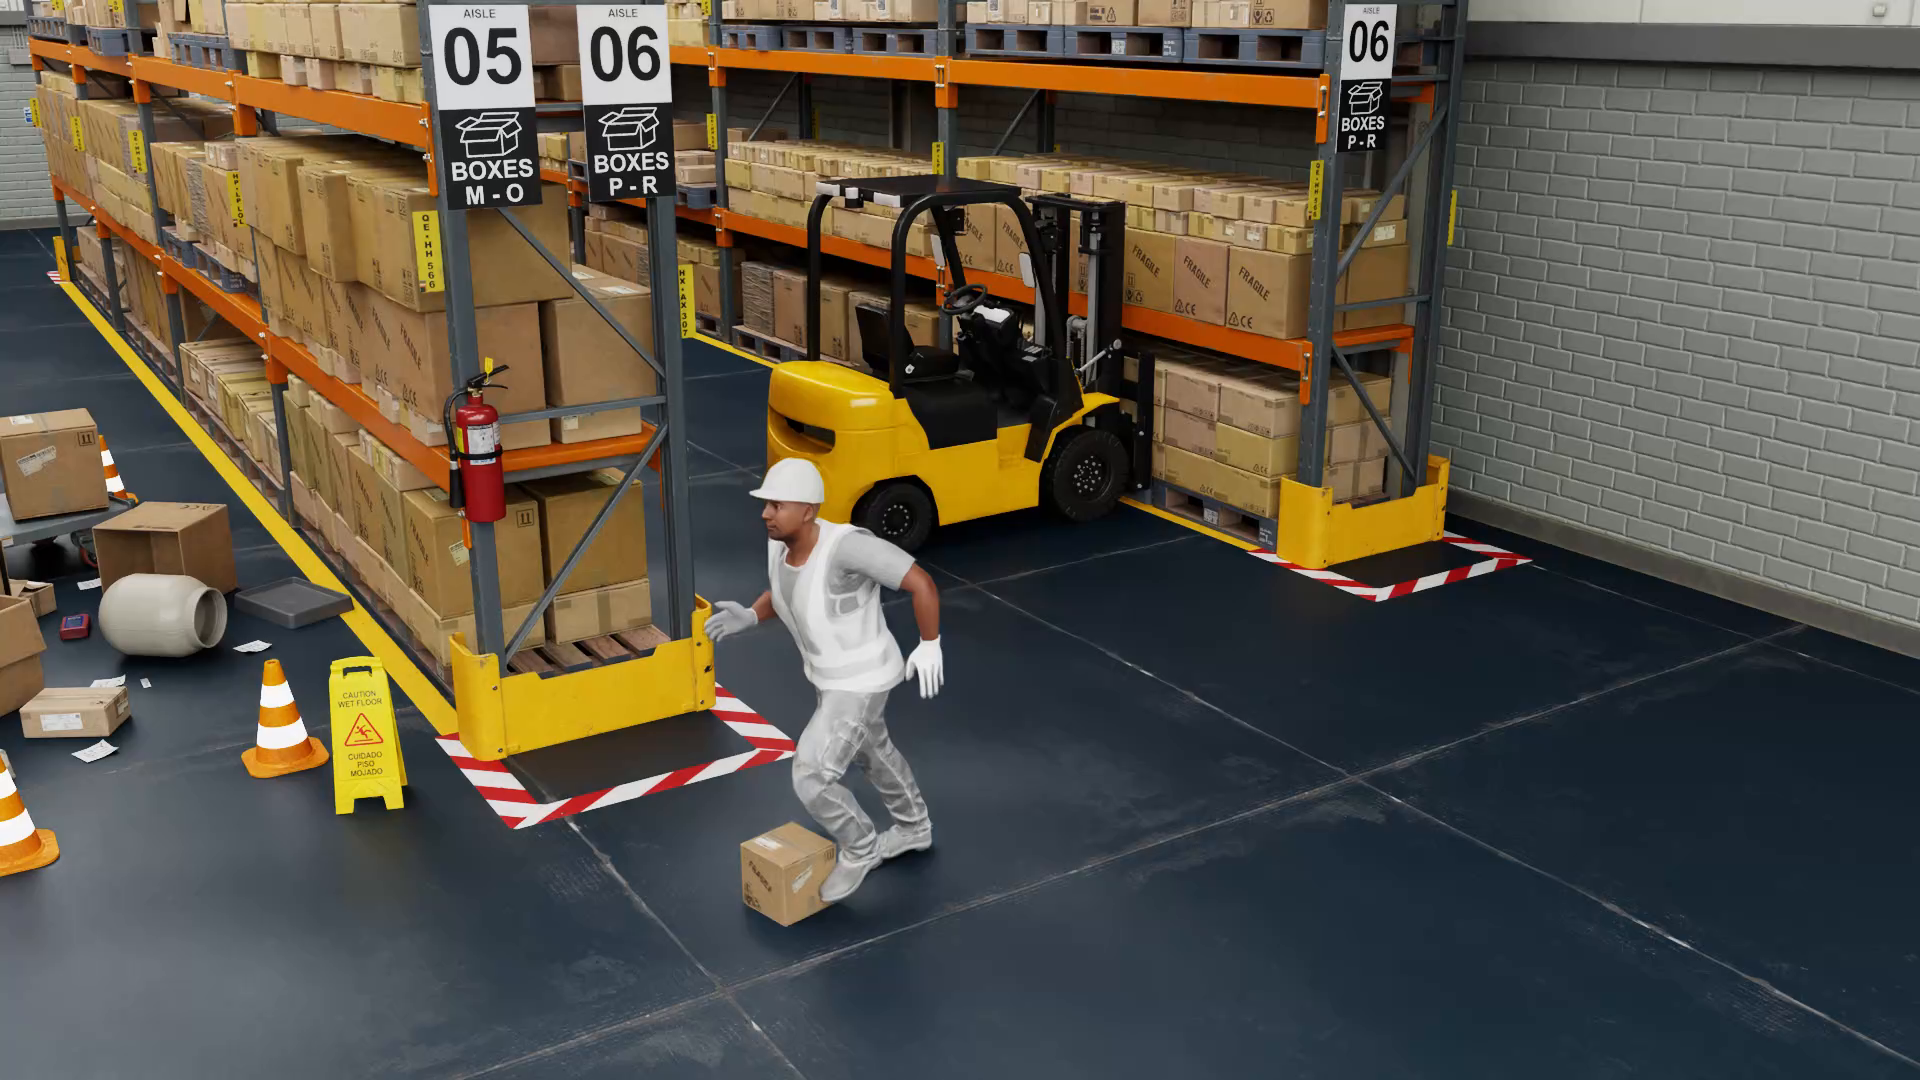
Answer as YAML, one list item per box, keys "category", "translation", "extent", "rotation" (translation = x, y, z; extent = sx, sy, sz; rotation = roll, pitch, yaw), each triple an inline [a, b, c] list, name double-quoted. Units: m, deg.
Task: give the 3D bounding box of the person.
- category: "person"
  translation: [-0.448, 0.506, 6.050]
  extent: [0.908, 1.690, 0.675]
  rotation: [-9, 20, -27]
